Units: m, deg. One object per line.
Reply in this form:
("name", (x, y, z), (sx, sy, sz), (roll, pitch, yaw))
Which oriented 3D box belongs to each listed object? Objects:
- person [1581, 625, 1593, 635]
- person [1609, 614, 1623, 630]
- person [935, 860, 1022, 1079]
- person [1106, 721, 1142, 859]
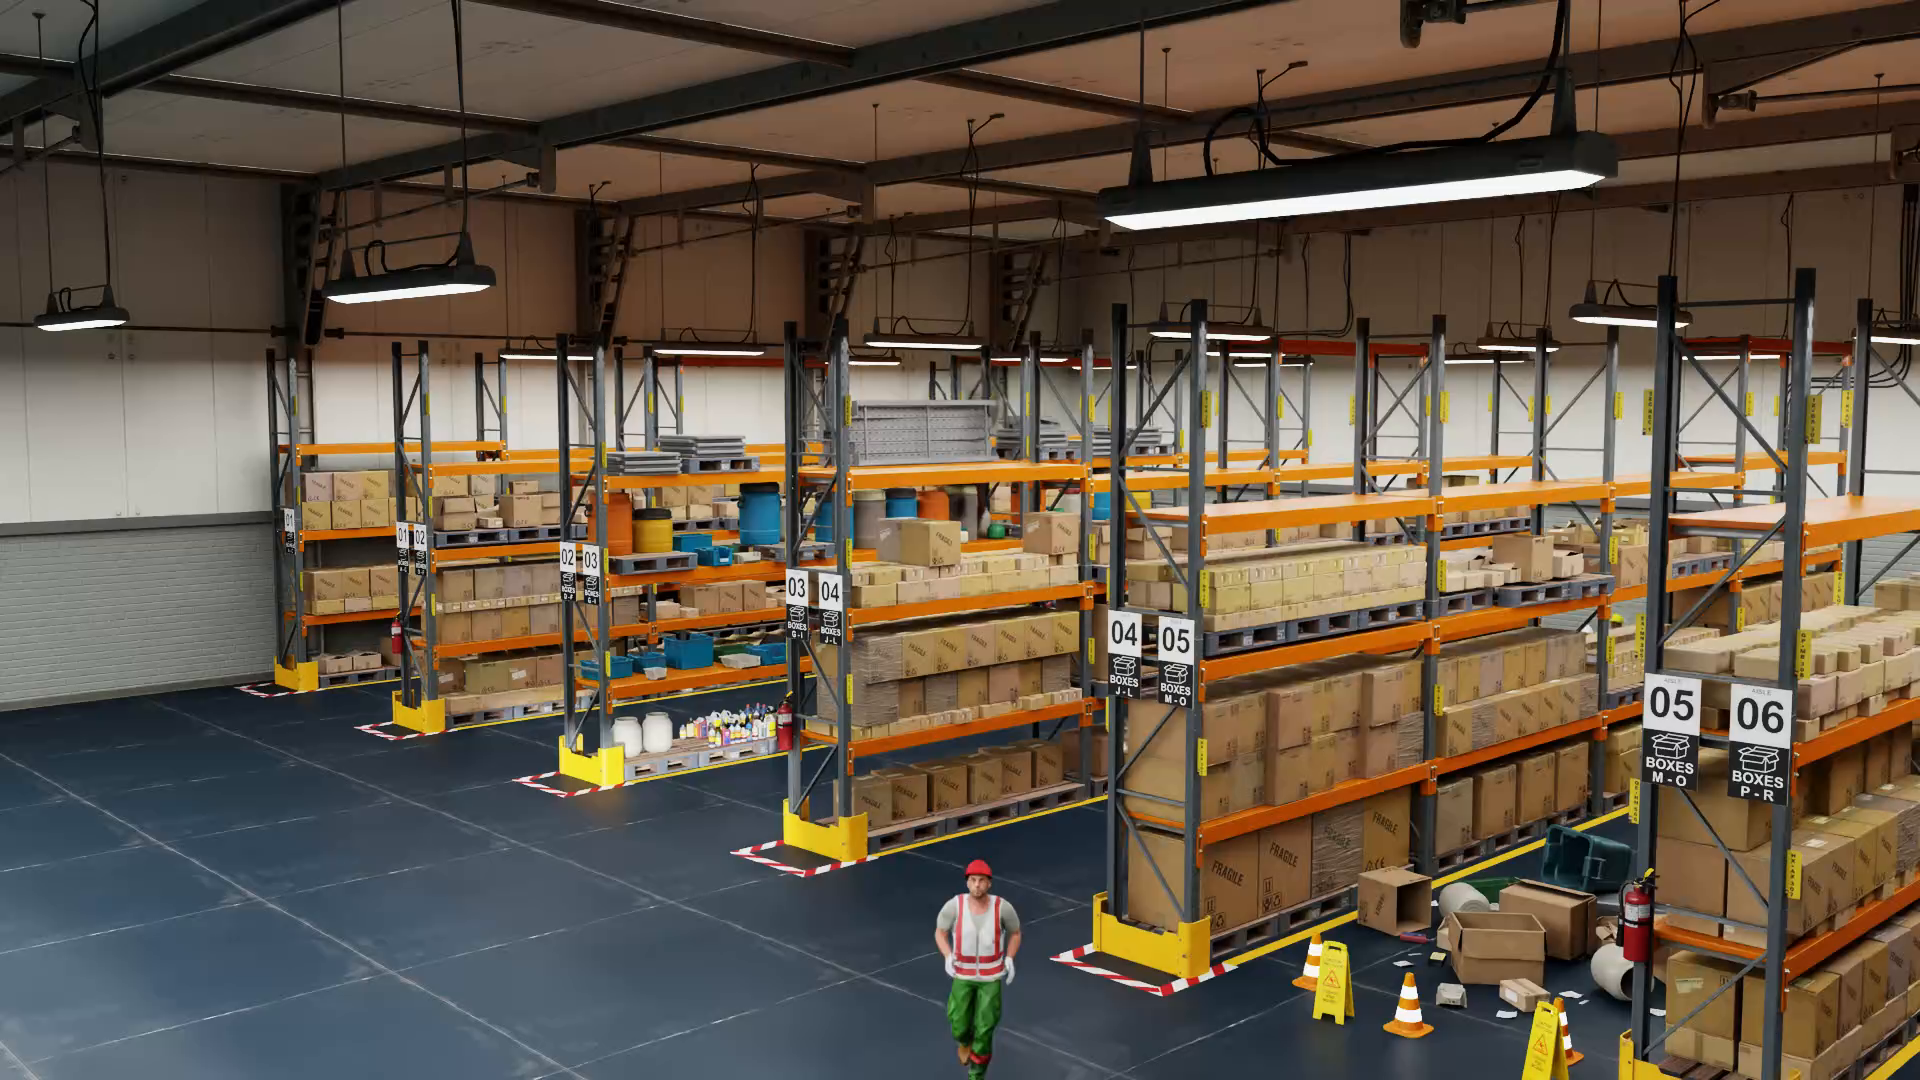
("person", (9.203, 2.149, 24.508), (0.671, 1.824, 0.828), (4, 6, 37))
("person", (10.134, 2.046, 25.792), (0.764, 1.815, 0.669), (-4, 7, -40))
("person", (0.134, 3.226, 12.369), (0.646, 1.742, 0.638), (0, 5, 2))
("person", (1.848, 2.765, 17.974), (0.624, 1.670, 0.883), (3, 6, 35))
